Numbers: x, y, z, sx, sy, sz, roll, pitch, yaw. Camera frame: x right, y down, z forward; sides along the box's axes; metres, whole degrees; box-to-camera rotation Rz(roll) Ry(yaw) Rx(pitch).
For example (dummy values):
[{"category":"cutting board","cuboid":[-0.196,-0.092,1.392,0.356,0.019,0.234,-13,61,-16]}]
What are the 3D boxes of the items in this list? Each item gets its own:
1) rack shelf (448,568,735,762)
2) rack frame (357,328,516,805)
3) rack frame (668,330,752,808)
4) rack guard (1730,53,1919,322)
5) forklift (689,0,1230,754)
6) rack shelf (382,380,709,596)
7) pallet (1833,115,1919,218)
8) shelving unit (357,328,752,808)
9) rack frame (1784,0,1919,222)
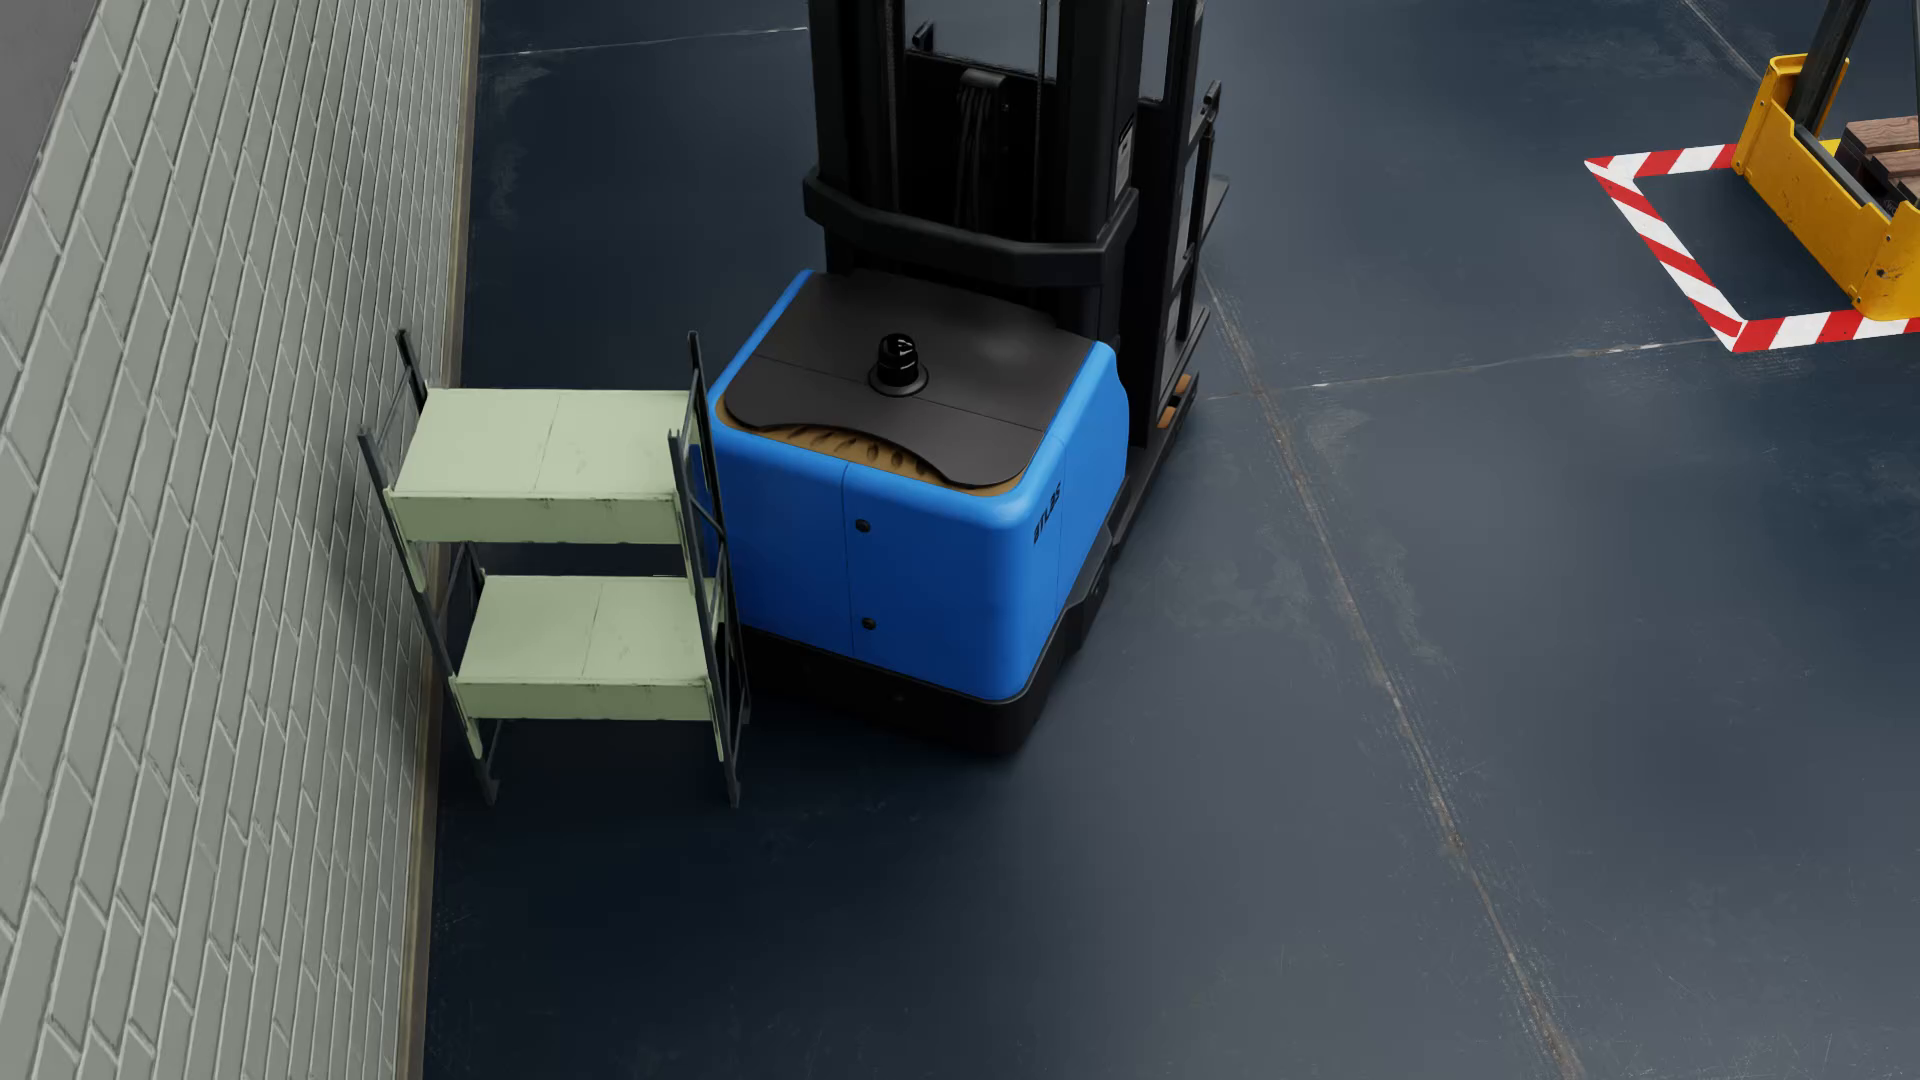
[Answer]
[{"category":"rack shelf","cuboid":[-1.038,0.361,4.814,0.720,0.370,0.431,1,46,1]},{"category":"rack frame","cuboid":[-1.404,0.131,4.582,0.023,1.500,0.400,1,46,1]},{"category":"rack frame","cuboid":[-0.672,0.138,4.575,0.023,1.500,0.400,1,46,1]},{"category":"rack guard","cuboid":[3.662,-1.467,6.816,0.348,0.500,1.175,-7,46,-7]},{"category":"forklift","cuboid":[0.240,-1.450,5.112,1.130,2.935,3.031,16,48,15]},{"category":"rack shelf","cuboid":[-1.038,-0.136,4.298,0.720,0.370,0.431,1,46,1]},{"category":"pallet","cuboid":[4.503,-1.453,7.003,1.213,0.211,1.003,-7,46,-7]},{"category":"shelving unit","cuboid":[-1.038,0.135,4.579,0.755,1.500,0.431,1,46,1]},{"category":"rack frame","cuboid":[3.684,-2.346,5.928,0.127,3.000,1.000,-7,46,-7]}]
